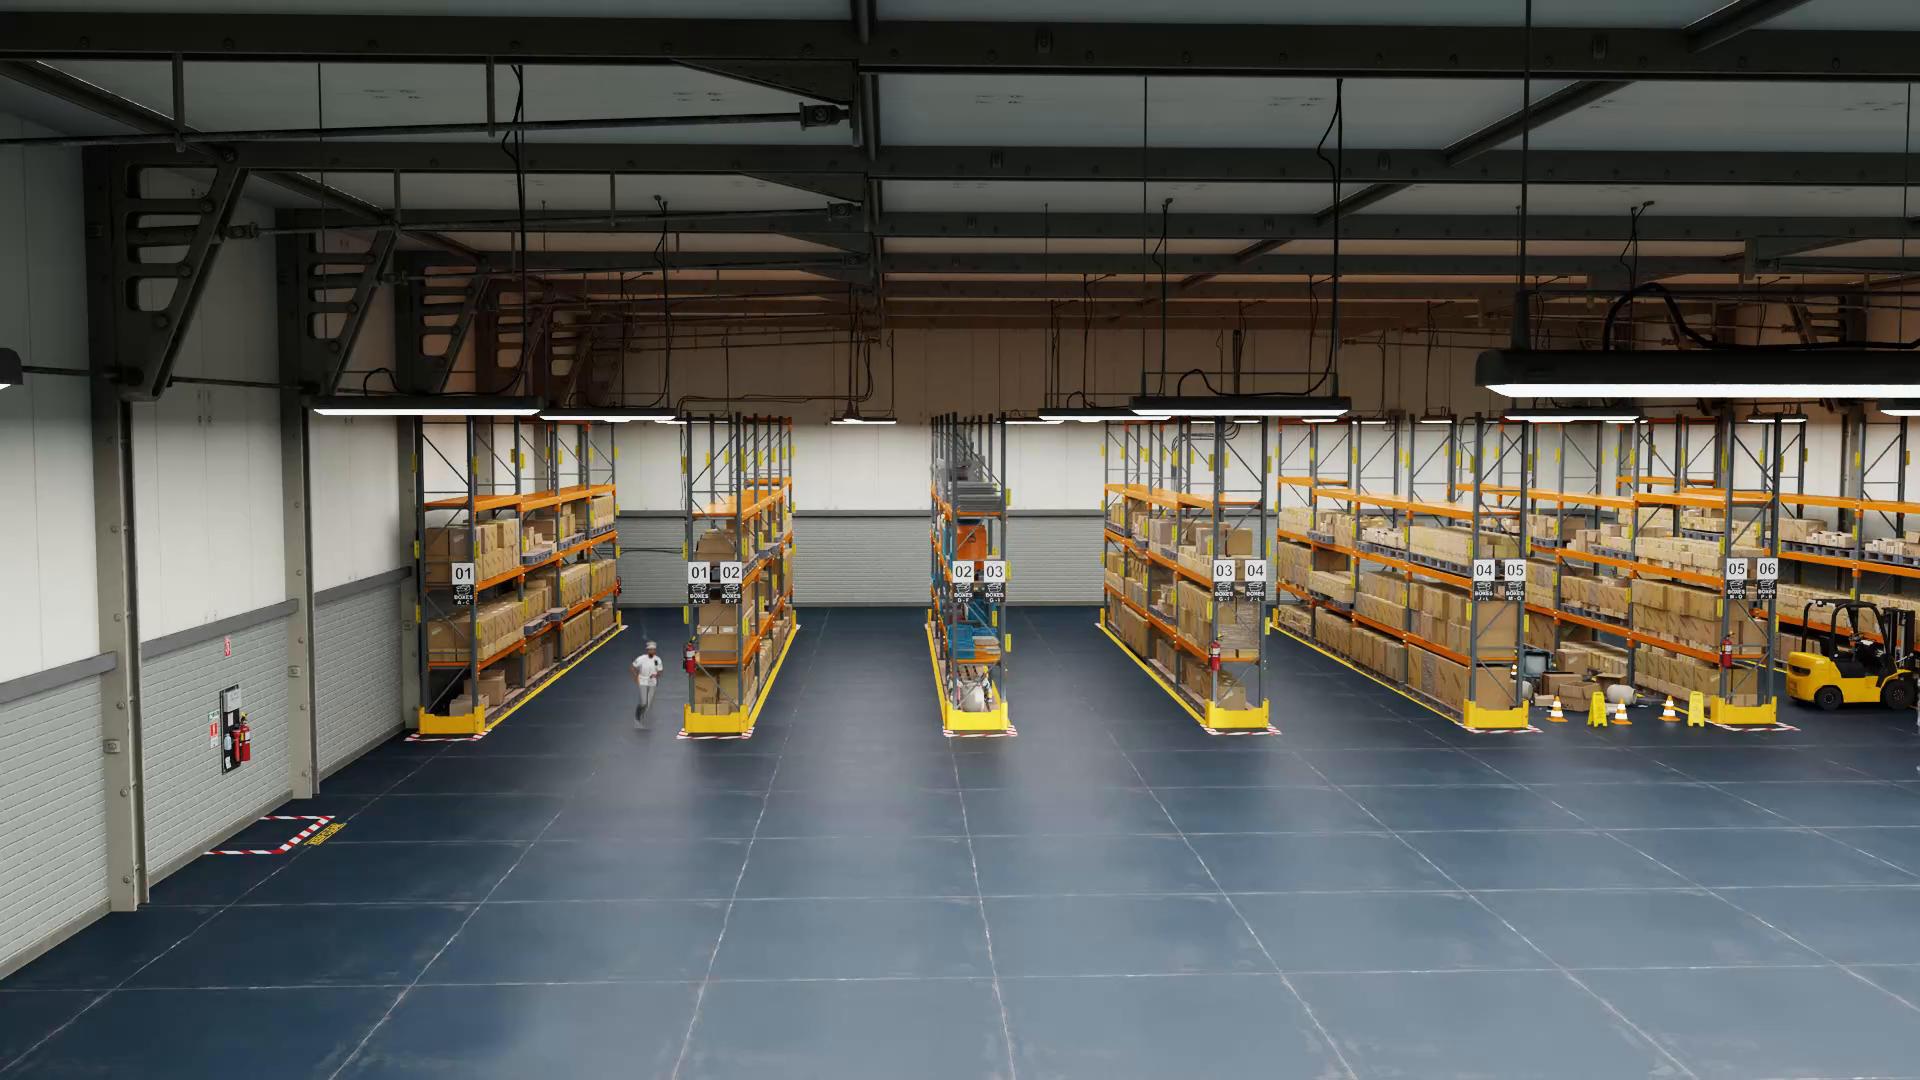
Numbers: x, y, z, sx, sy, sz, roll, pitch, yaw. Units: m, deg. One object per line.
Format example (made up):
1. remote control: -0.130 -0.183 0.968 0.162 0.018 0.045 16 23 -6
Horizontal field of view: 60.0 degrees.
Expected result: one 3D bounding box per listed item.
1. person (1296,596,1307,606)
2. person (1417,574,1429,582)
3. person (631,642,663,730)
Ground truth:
1. person: 10.145 1.596 49.087 0.556 1.607 0.756 2 4 25
2. person: 13.690 1.540 49.332 0.843 1.649 0.678 0 4 2
3. person: -5.907 2.756 31.479 0.554 1.687 0.601 -2 4 -28
